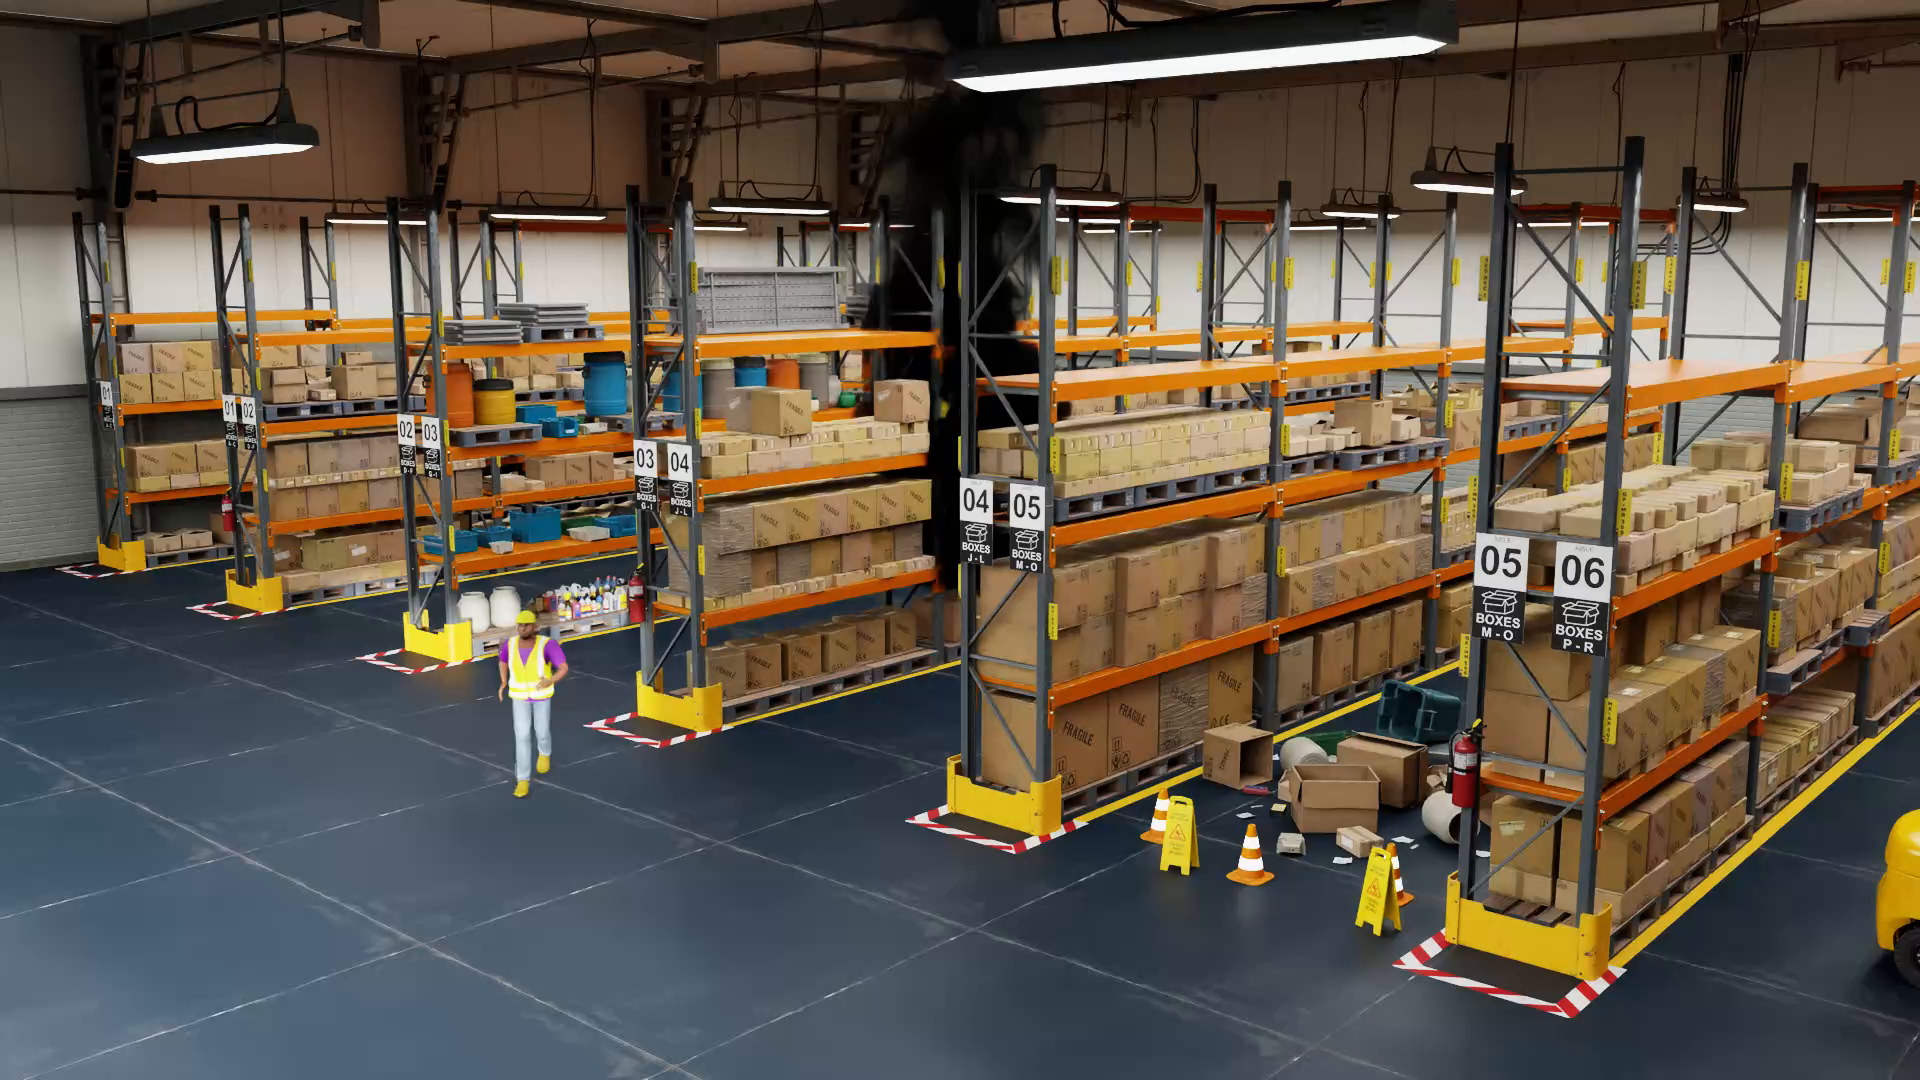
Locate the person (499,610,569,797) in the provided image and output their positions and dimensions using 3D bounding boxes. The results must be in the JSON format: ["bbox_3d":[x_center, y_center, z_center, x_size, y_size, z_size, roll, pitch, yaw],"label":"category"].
[{"bbox_3d":[-4.217,1.548,16.428,0.690,1.764,0.946,-1,10,-6],"label":"person"}]
